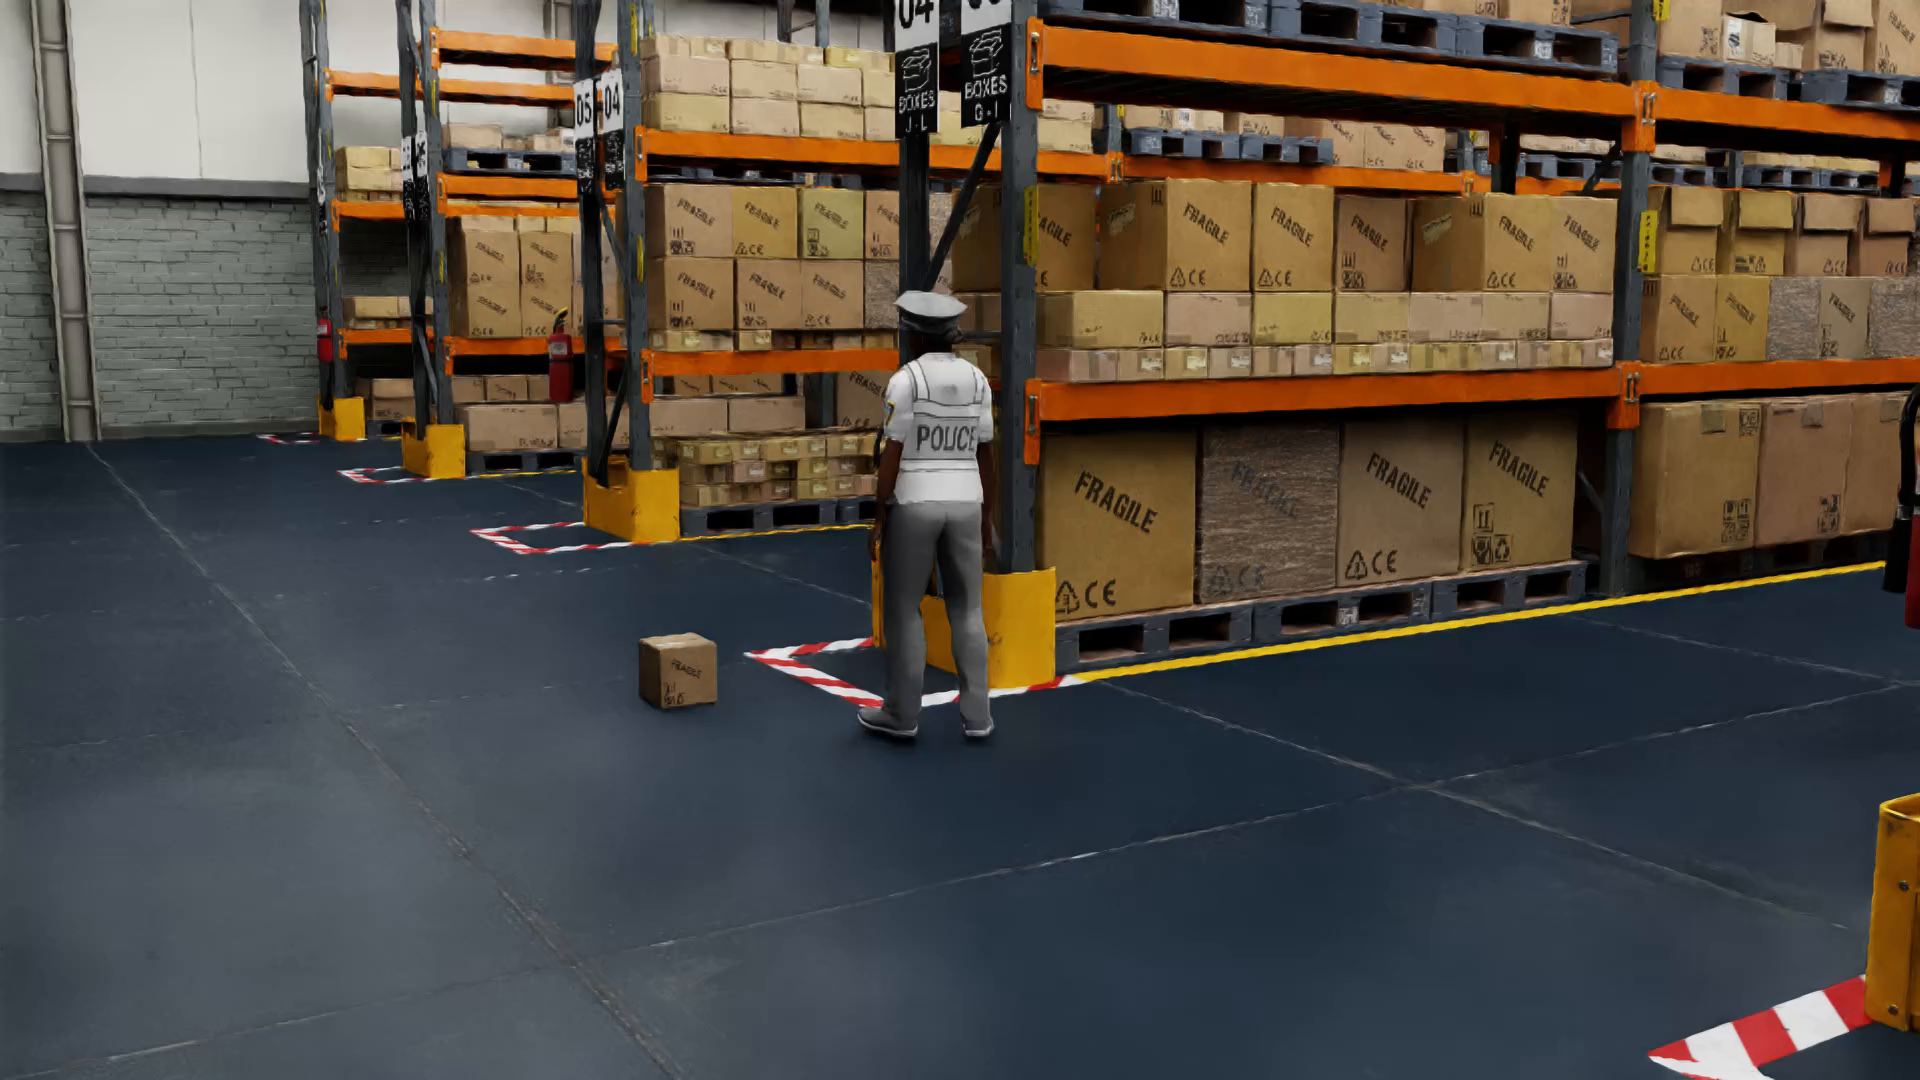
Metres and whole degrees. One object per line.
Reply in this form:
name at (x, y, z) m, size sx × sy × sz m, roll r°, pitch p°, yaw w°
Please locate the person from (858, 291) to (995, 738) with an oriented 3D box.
person at (-0.111, -0.091, 6.274) m, size 0.524 × 1.681 × 0.441 m, roll -4°, pitch 9°, yaw -28°
